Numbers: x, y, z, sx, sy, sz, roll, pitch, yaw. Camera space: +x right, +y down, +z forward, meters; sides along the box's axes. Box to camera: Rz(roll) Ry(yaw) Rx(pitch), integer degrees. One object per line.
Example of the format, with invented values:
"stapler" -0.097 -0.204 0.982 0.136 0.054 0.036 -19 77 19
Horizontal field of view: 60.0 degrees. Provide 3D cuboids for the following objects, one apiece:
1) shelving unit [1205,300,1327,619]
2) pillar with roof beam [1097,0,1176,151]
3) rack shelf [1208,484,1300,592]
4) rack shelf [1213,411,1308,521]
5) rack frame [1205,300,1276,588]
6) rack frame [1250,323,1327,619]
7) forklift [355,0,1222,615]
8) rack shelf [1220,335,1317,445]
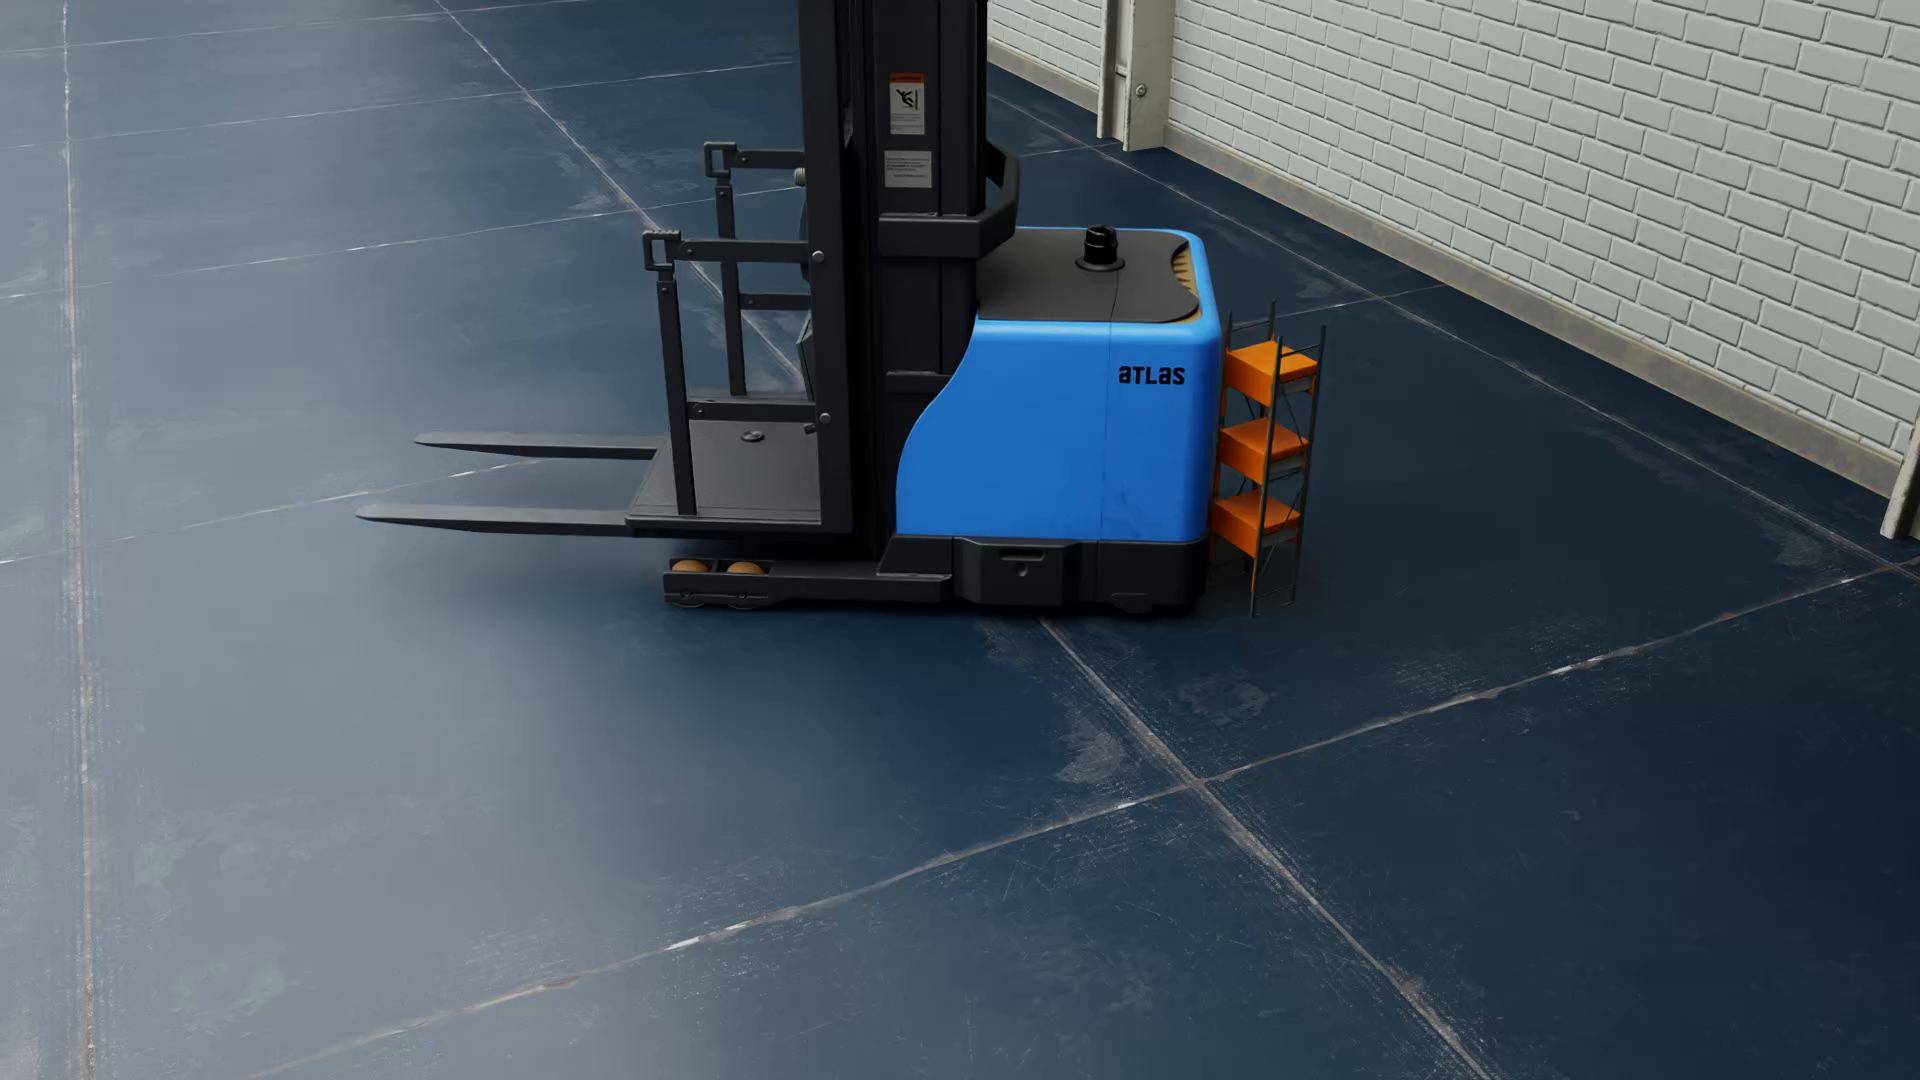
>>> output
"shelving unit" 1.027 -0.263 5.645 0.215 1.050 0.252 -17 33 -27
"pillar with roof beam" -2.759 -5.644 7.115 9.100 9.000 0.400 -13 32 -22
"rack shelf" 1.027 -0.011 5.786 0.215 0.259 0.240 -17 33 -27
"rack shelf" 1.027 -0.254 5.650 0.215 0.259 0.240 -17 33 -27
"rack frame" 0.963 -0.314 5.736 0.200 1.050 0.008 -17 33 -27
"rack frame" 1.091 -0.212 5.555 0.200 1.050 0.008 -17 33 -27
"forklift" -0.637 -1.289 5.553 3.031 2.935 1.130 2 29 3
"rack shelf" 1.027 -0.501 5.512 0.215 0.259 0.240 -17 33 -27
